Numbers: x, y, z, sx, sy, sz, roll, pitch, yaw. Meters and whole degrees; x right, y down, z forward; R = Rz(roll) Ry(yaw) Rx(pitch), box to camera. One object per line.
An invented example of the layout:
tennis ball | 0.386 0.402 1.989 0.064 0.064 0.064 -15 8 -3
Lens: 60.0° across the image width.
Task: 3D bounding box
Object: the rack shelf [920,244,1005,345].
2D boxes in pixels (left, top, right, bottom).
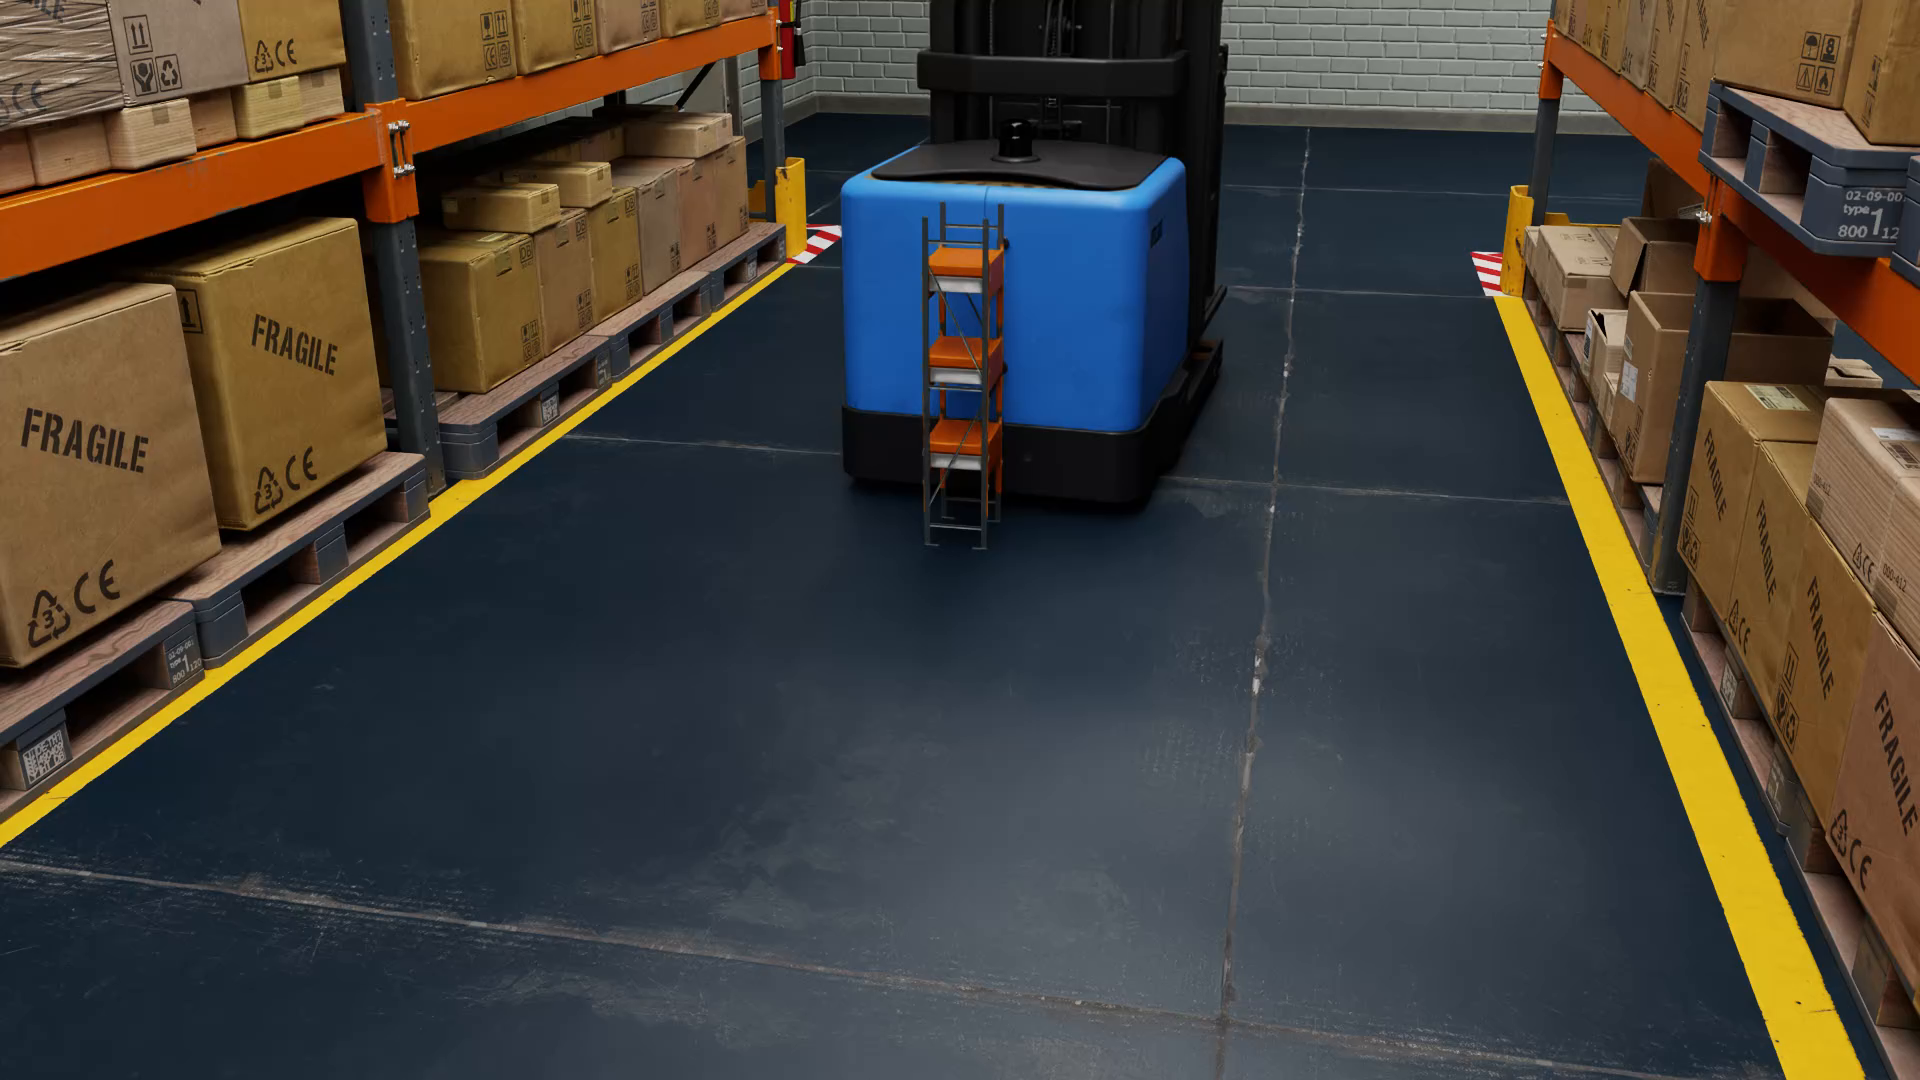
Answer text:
rack shelf | 0.011 -0.760 5.104 0.215 0.259 0.240 4 22 11

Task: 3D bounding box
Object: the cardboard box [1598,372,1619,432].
cardboard box | 2.419 -0.462 5.712 0.380 0.149 0.250 4 22 11

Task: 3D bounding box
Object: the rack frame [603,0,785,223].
rack frame | -1.472 -3.047 8.905 1.000 3.000 0.127 4 22 11

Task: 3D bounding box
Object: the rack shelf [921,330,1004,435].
rack shelf | 0.011 -0.497 5.210 0.215 0.259 0.240 4 22 11

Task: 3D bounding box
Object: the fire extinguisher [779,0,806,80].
fire extinguisher | -0.989 -2.858 9.039 0.296 0.674 0.183 4 22 11

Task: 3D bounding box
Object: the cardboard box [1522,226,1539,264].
cardboard box | 2.957 -1.426 8.106 0.380 0.149 0.250 4 22 11

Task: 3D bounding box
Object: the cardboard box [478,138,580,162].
cardboard box | -1.944 -1.717 7.517 0.380 0.149 0.250 5 22 11

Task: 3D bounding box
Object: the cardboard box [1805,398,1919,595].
cardboard box | 2.021 -0.077 3.282 0.500 0.250 0.500 5 22 11

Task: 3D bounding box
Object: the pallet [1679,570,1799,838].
pallet | 2.433 0.386 4.113 1.003 0.211 1.213 4 22 11

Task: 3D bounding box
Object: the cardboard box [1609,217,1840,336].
cardboard box | 2.941 -0.942 6.429 0.797 0.503 0.637 4 22 11

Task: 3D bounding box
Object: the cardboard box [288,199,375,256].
cardboard box | -2.259 -1.148 6.105 0.380 0.149 0.250 4 22 11

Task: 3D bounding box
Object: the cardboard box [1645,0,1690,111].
cardboard box | 2.517 -1.646 5.290 0.500 0.500 0.500 5 22 12

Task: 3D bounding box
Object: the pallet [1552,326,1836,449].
pallet | 2.950 -0.613 6.594 1.003 0.211 1.213 4 22 11

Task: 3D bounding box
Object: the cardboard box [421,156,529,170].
cardboard box | -2.048 -1.530 7.053 0.380 0.149 0.250 5 22 11

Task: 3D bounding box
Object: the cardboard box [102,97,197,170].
cardboard box | -2.201 -1.045 4.244 0.380 0.149 0.250 4 22 11

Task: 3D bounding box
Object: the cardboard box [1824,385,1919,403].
cardboard box | 2.860 -0.302 5.099 0.500 0.311 0.500 4 22 11

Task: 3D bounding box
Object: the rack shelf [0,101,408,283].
rack shelf | -2.696 -0.519 3.591 1.077 0.370 4.000 4 22 11

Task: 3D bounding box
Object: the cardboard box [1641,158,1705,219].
cardboard box | 3.509 -1.498 7.815 0.500 0.500 0.500 4 22 11

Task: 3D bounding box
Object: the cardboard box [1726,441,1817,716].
cardboard box | 2.127 0.102 3.843 0.500 0.500 0.500 5 22 12

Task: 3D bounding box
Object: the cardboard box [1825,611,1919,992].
cardboard box | 1.914 0.469 2.932 0.500 0.500 0.500 4 22 9

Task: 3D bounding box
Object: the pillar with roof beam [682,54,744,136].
pillar with roof beam | 2.447 -6.555 9.585 9.100 9.000 0.400 4 22 11

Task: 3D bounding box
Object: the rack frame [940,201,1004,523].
rack frame | 0.036 -0.551 5.317 0.200 1.050 0.008 4 22 11

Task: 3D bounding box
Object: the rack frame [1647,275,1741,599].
rack frame | 2.562 -1.208 4.338 1.000 3.000 0.127 4 22 11

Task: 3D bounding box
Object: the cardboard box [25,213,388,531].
cardboard box | -2.293 -0.534 4.981 0.750 0.750 0.750 5 22 12

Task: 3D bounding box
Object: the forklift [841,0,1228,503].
forklift | 0.490 -2.003 6.404 1.130 2.935 3.031 6 23 15

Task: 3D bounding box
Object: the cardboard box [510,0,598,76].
cardboard box | -2.007 -2.187 6.368 0.980 0.700 0.700 4 22 10

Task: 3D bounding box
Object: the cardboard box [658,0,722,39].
cardboard box | -1.704 -2.732 7.721 0.980 0.700 0.700 4 22 10

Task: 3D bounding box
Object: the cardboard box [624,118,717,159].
cardboard box | -1.416 -1.965 8.134 0.380 0.149 0.250 5 22 12

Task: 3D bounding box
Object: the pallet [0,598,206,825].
pallet | -2.618 0.445 3.967 1.003 0.211 1.213 4 22 11

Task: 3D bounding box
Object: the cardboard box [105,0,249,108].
cardboard box | -2.230 -1.403 4.262 0.500 0.500 0.500 5 22 11

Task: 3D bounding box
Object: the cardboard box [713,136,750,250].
cardboard box | -1.517 -1.819 8.639 0.700 0.500 0.500 4 22 11

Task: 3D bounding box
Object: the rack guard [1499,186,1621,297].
rack guard | 3.363 -1.484 8.369 1.175 0.500 0.348 4 22 11

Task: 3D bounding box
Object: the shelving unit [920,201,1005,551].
shelving unit | 0.011 -0.507 5.206 0.215 1.050 0.252 4 22 11

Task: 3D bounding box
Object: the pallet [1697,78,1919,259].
pallet | 2.292 -0.835 3.669 1.003 0.211 1.213 4 22 11

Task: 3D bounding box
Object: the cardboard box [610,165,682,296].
cardboard box | -1.721 -1.452 7.728 0.700 0.500 0.500 4 22 9

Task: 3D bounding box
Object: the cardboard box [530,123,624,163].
cardboard box | -1.841 -1.904 7.982 0.380 0.149 0.250 5 22 11

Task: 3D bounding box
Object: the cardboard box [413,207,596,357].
cardboard box | -1.929 -1.069 6.776 0.700 0.500 0.500 4 22 10

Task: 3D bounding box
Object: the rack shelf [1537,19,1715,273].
rack shelf | 2.970 -1.606 6.289 1.077 0.370 4.000 4 22 11

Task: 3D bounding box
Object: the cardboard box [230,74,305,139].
cardboard box | -2.108 -1.238 4.721 0.380 0.149 0.250 5 22 12

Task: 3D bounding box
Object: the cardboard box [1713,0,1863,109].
cardboard box | 2.247 -1.293 3.853 0.700 0.500 0.500 -3 22 -7

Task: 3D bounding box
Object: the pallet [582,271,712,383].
pallet | -1.809 -1.011 7.580 1.003 0.211 1.213 4 22 11

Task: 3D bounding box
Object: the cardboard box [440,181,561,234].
cardboard box | -1.786 -1.298 6.476 0.380 0.149 0.250 5 23 13

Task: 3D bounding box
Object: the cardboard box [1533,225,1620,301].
cardboard box | 2.888 -1.240 7.508 0.500 0.250 0.500 4 22 11

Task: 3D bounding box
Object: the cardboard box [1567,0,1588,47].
cardboard box | 2.930 -2.386 7.129 0.500 0.500 0.500 4 22 10

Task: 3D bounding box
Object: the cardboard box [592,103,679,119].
cardboard box | -1.687 -2.181 8.669 0.380 0.149 0.250 5 22 11

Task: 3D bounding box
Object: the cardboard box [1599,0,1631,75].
cardboard box | 2.721 -2.020 6.221 0.500 0.500 0.500 5 22 12

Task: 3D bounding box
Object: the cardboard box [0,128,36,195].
cardboard box | -2.382 -0.871 3.810 0.380 0.149 0.250 4 22 9
